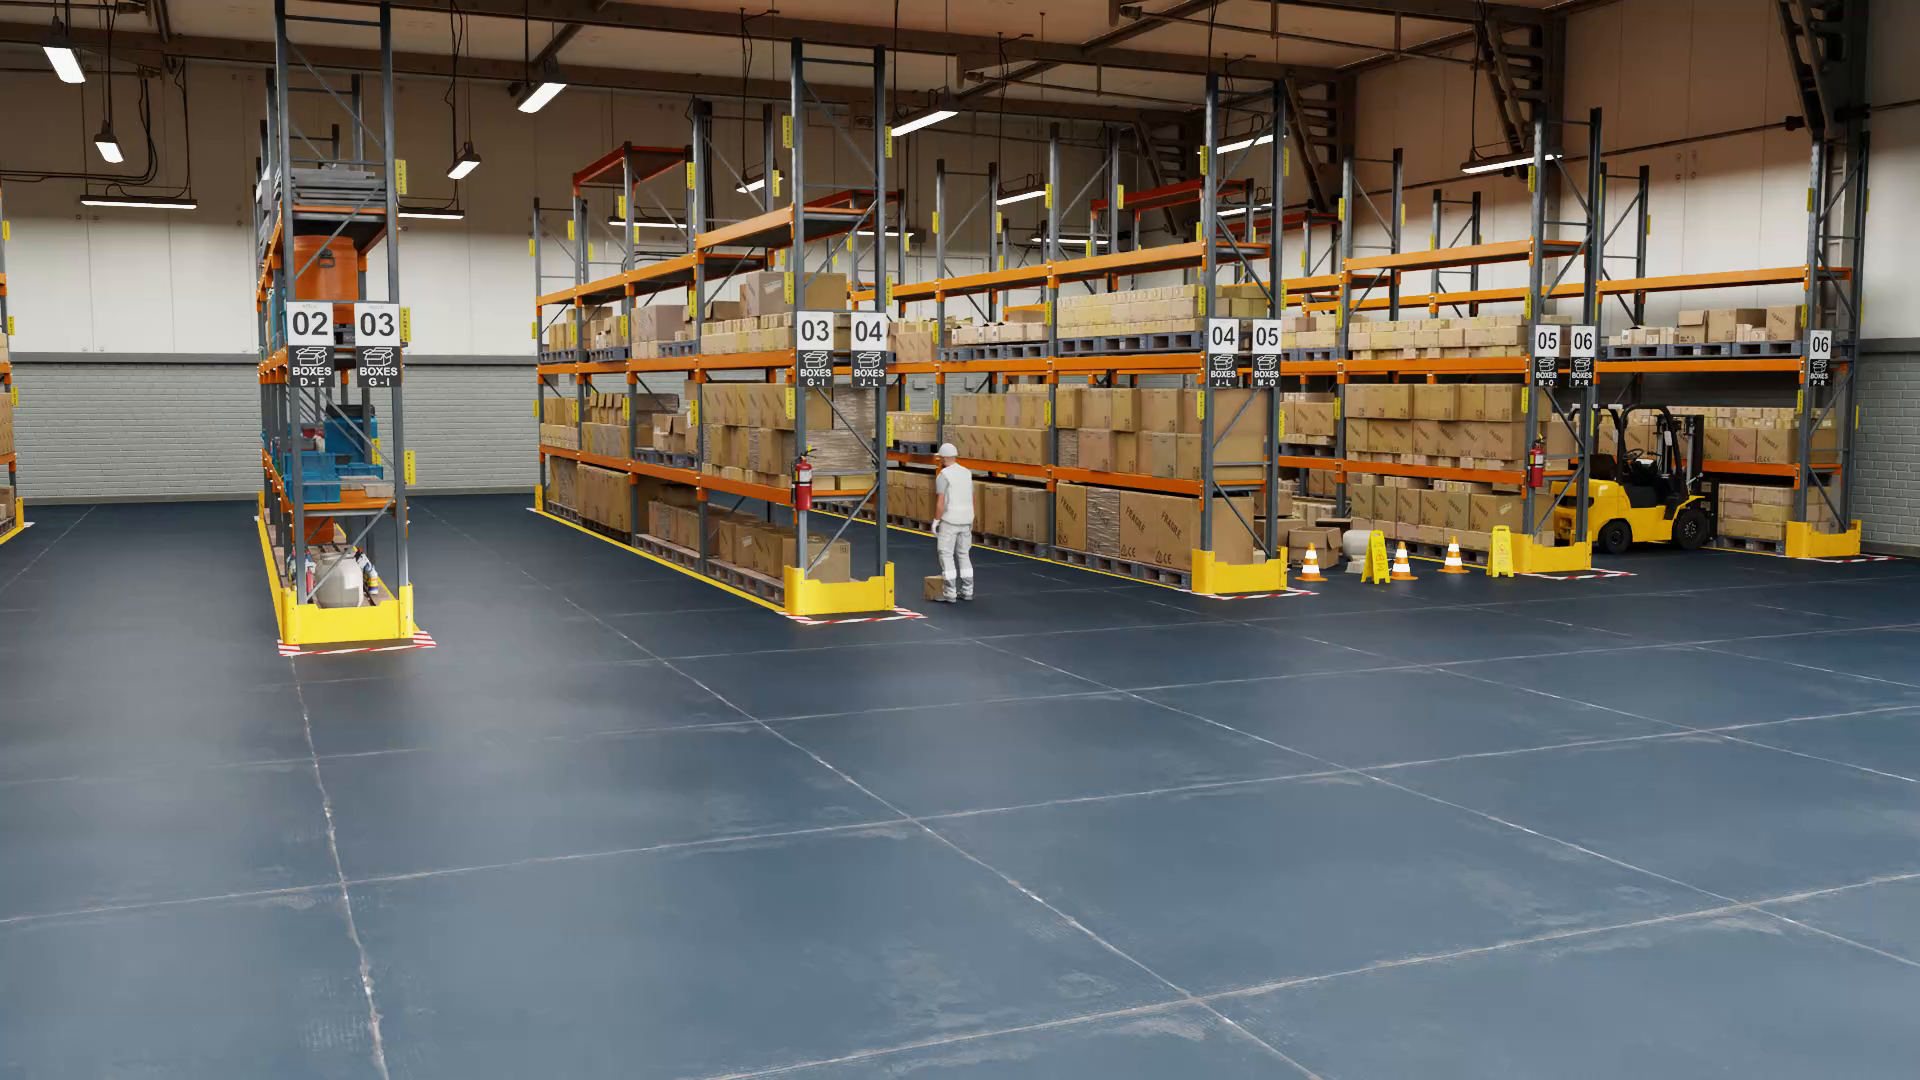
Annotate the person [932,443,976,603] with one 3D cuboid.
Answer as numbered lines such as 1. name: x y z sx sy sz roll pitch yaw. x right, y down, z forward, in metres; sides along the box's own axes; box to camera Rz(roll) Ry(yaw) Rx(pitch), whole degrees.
1. person: -0.076 -0.197 18.743 0.610 1.779 0.455 -5 7 -43
